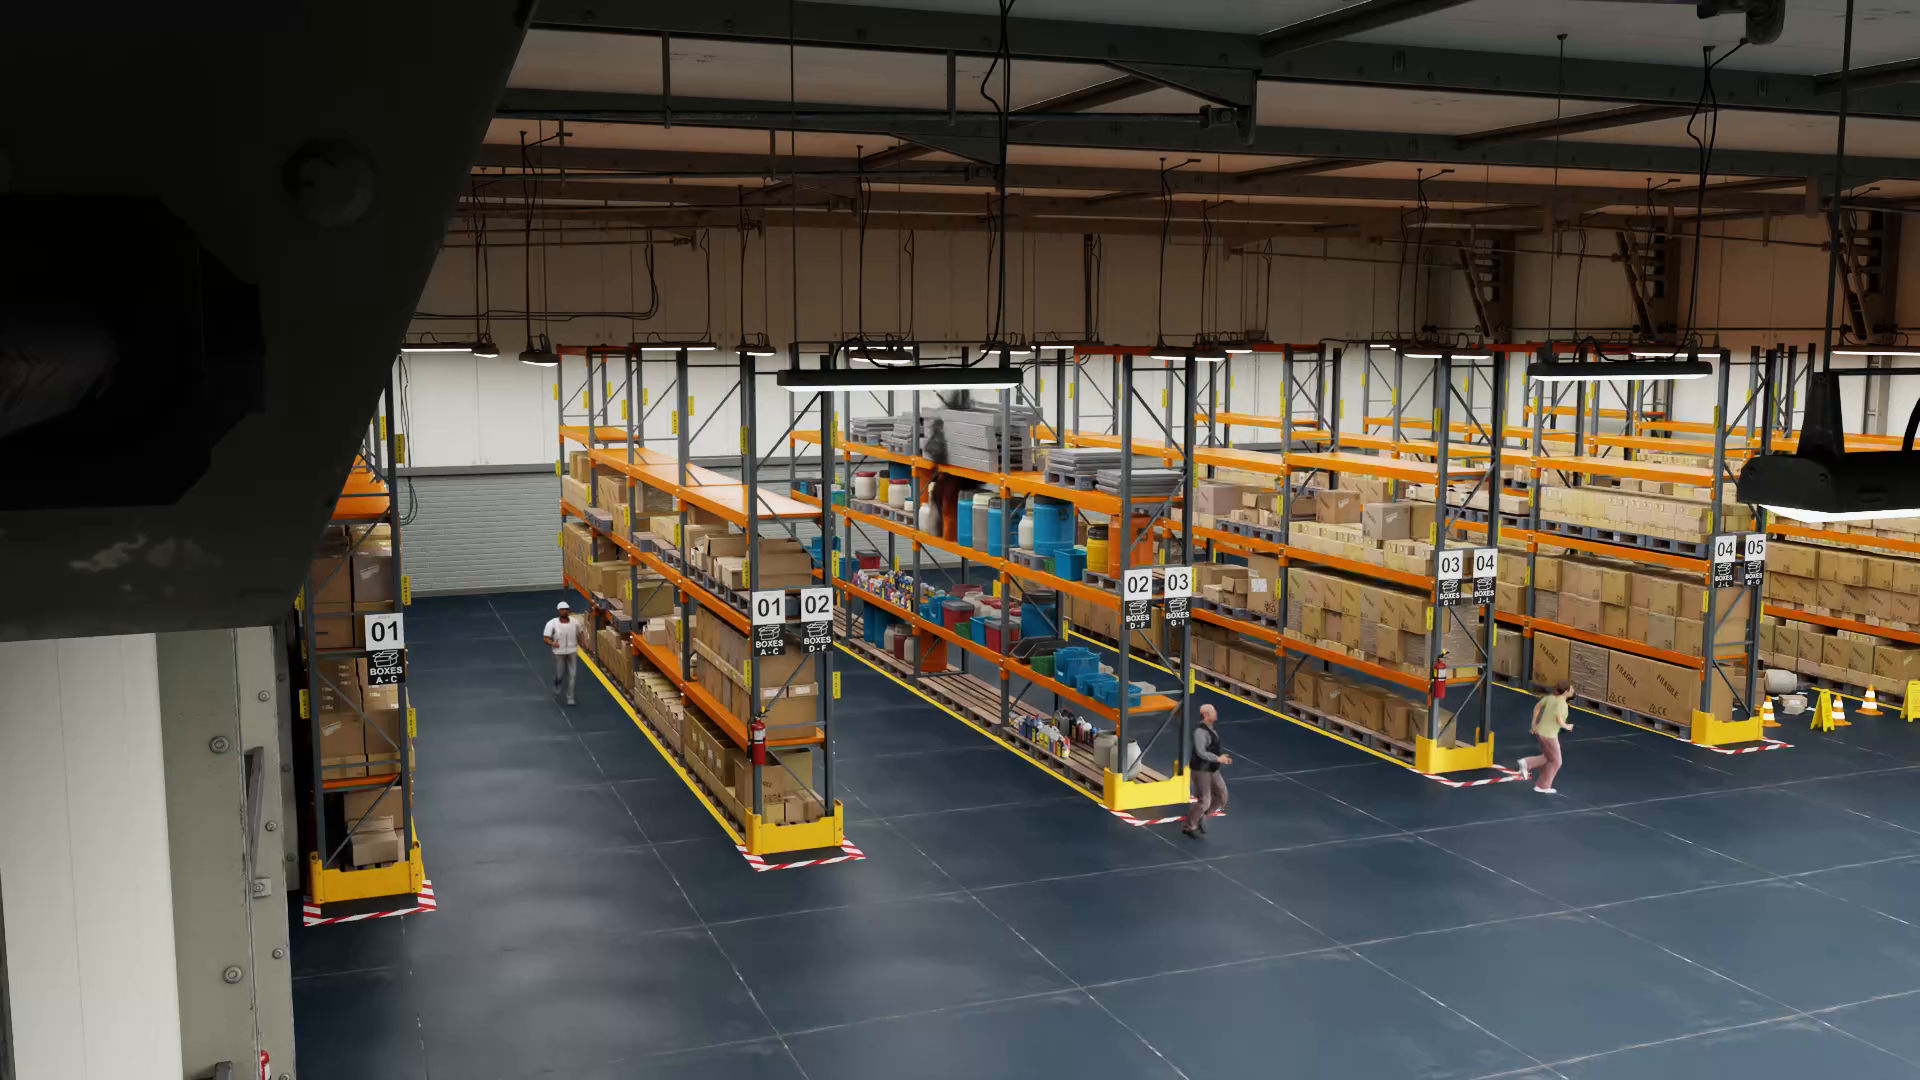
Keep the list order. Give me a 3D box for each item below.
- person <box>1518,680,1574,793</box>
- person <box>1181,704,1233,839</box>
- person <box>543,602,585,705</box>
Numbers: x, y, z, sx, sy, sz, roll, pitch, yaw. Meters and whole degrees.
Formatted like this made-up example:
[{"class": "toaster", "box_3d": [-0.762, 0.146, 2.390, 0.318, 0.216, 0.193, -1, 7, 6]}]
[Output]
[{"class": "person", "box_3d": [7.988, 2.690, 22.664, 0.697, 1.599, 0.573, 0, 7, 4]}, {"class": "person", "box_3d": [3.100, 2.871, 20.699, 0.647, 1.703, 0.688, 3, 8, 23]}, {"class": "person", "box_3d": [-6.688, 1.904, 28.174, 0.714, 1.731, 0.791, -3, 8, -24]}]
